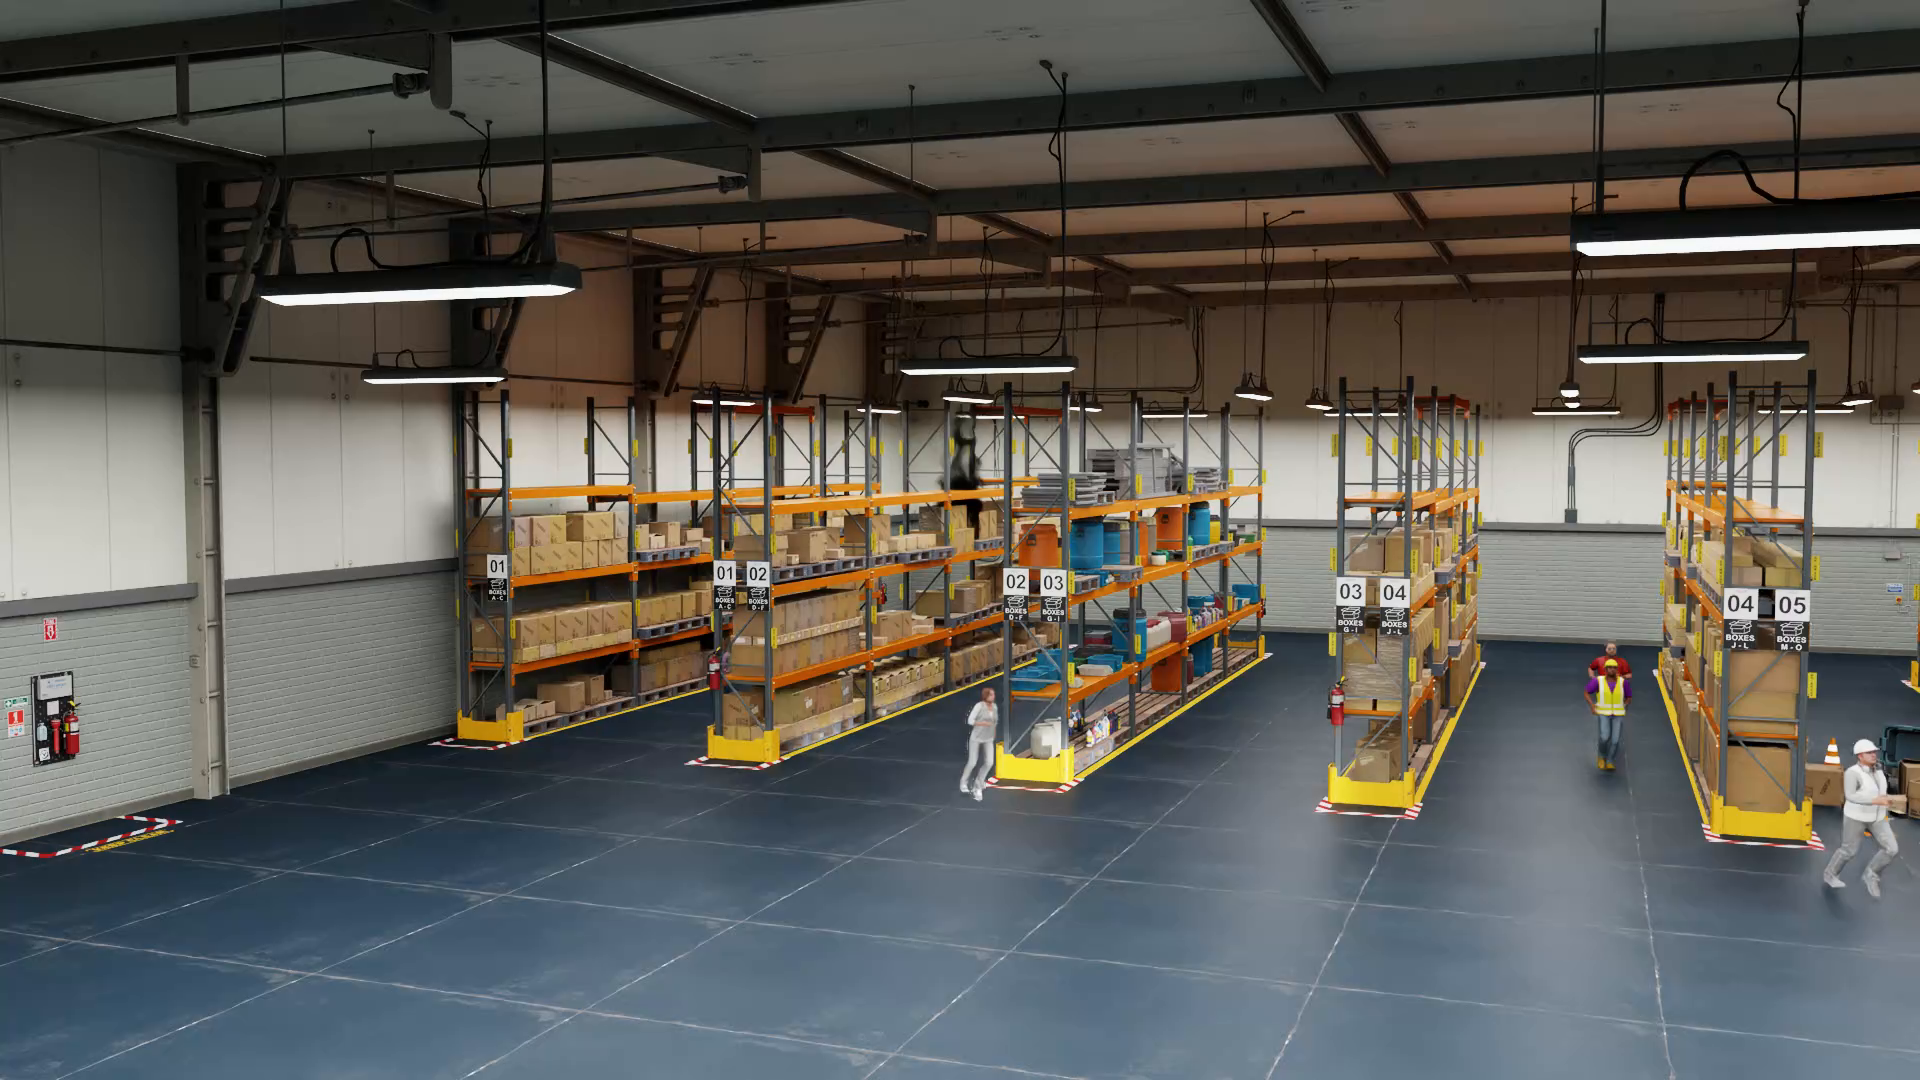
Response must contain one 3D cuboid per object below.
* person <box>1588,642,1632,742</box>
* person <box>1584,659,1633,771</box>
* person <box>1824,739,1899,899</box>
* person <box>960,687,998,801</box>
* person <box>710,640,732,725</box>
[{"bbox_3d":[10.933,2.579,27.951,0.662,1.716,0.989,1,3,13],"label":"person"},{"bbox_3d":[10.039,2.712,25.675,0.684,1.742,0.618,1,3,9],"label":"person"},{"bbox_3d":[10.087,3.094,18.520,0.667,1.773,0.864,-1,3,-14],"label":"person"},{"bbox_3d":[0.341,2.907,23.871,0.560,1.605,0.661,-1,3,-23],"label":"person"},{"bbox_3d":[-4.280,2.568,29.730,0.546,1.572,0.841,0,3,8],"label":"person"}]
